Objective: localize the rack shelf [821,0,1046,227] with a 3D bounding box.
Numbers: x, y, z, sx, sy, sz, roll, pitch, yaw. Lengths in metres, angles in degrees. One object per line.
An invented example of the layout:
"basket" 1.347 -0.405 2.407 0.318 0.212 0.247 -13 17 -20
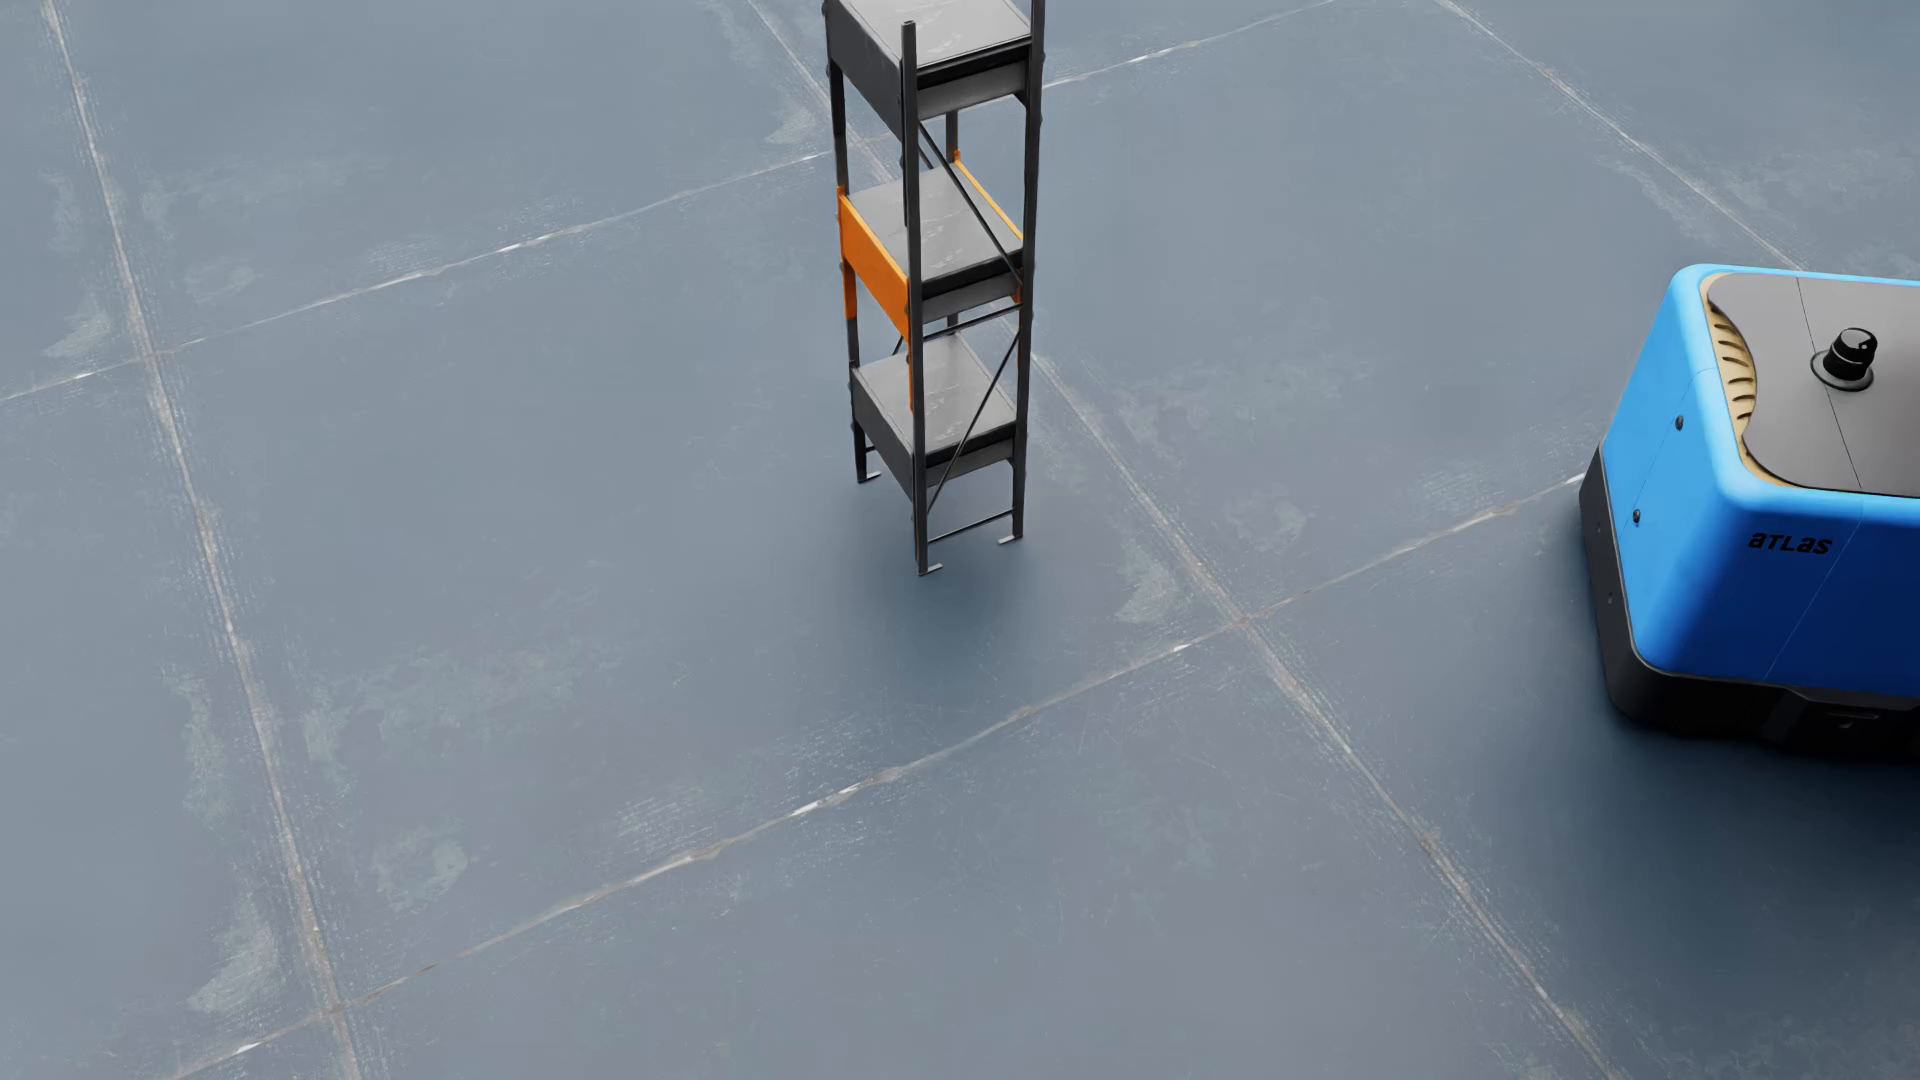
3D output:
"rack shelf" -0.076 -1.254 4.540 0.431 0.518 0.480 -21 52 -18

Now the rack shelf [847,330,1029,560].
"rack shelf" -0.076 -0.332 5.594 0.431 0.518 0.480 -21 52 -18

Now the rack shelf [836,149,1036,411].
"rack shelf" -0.076 -0.793 5.067 0.431 0.518 0.480 -21 52 -18

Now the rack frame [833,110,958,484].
"rack frame" -0.187 -0.965 5.199 0.400 2.100 0.015 -21 52 -18

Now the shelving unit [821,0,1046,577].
"shelving unit" -0.076 -0.802 5.057 0.431 2.100 0.503 -21 52 -18

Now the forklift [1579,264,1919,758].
"forklift" 3.599 -0.604 4.331 3.031 2.935 1.130 6 49 5

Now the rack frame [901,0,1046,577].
"rack frame" 0.036 -0.639 4.914 0.400 2.100 0.015 -21 52 -18
